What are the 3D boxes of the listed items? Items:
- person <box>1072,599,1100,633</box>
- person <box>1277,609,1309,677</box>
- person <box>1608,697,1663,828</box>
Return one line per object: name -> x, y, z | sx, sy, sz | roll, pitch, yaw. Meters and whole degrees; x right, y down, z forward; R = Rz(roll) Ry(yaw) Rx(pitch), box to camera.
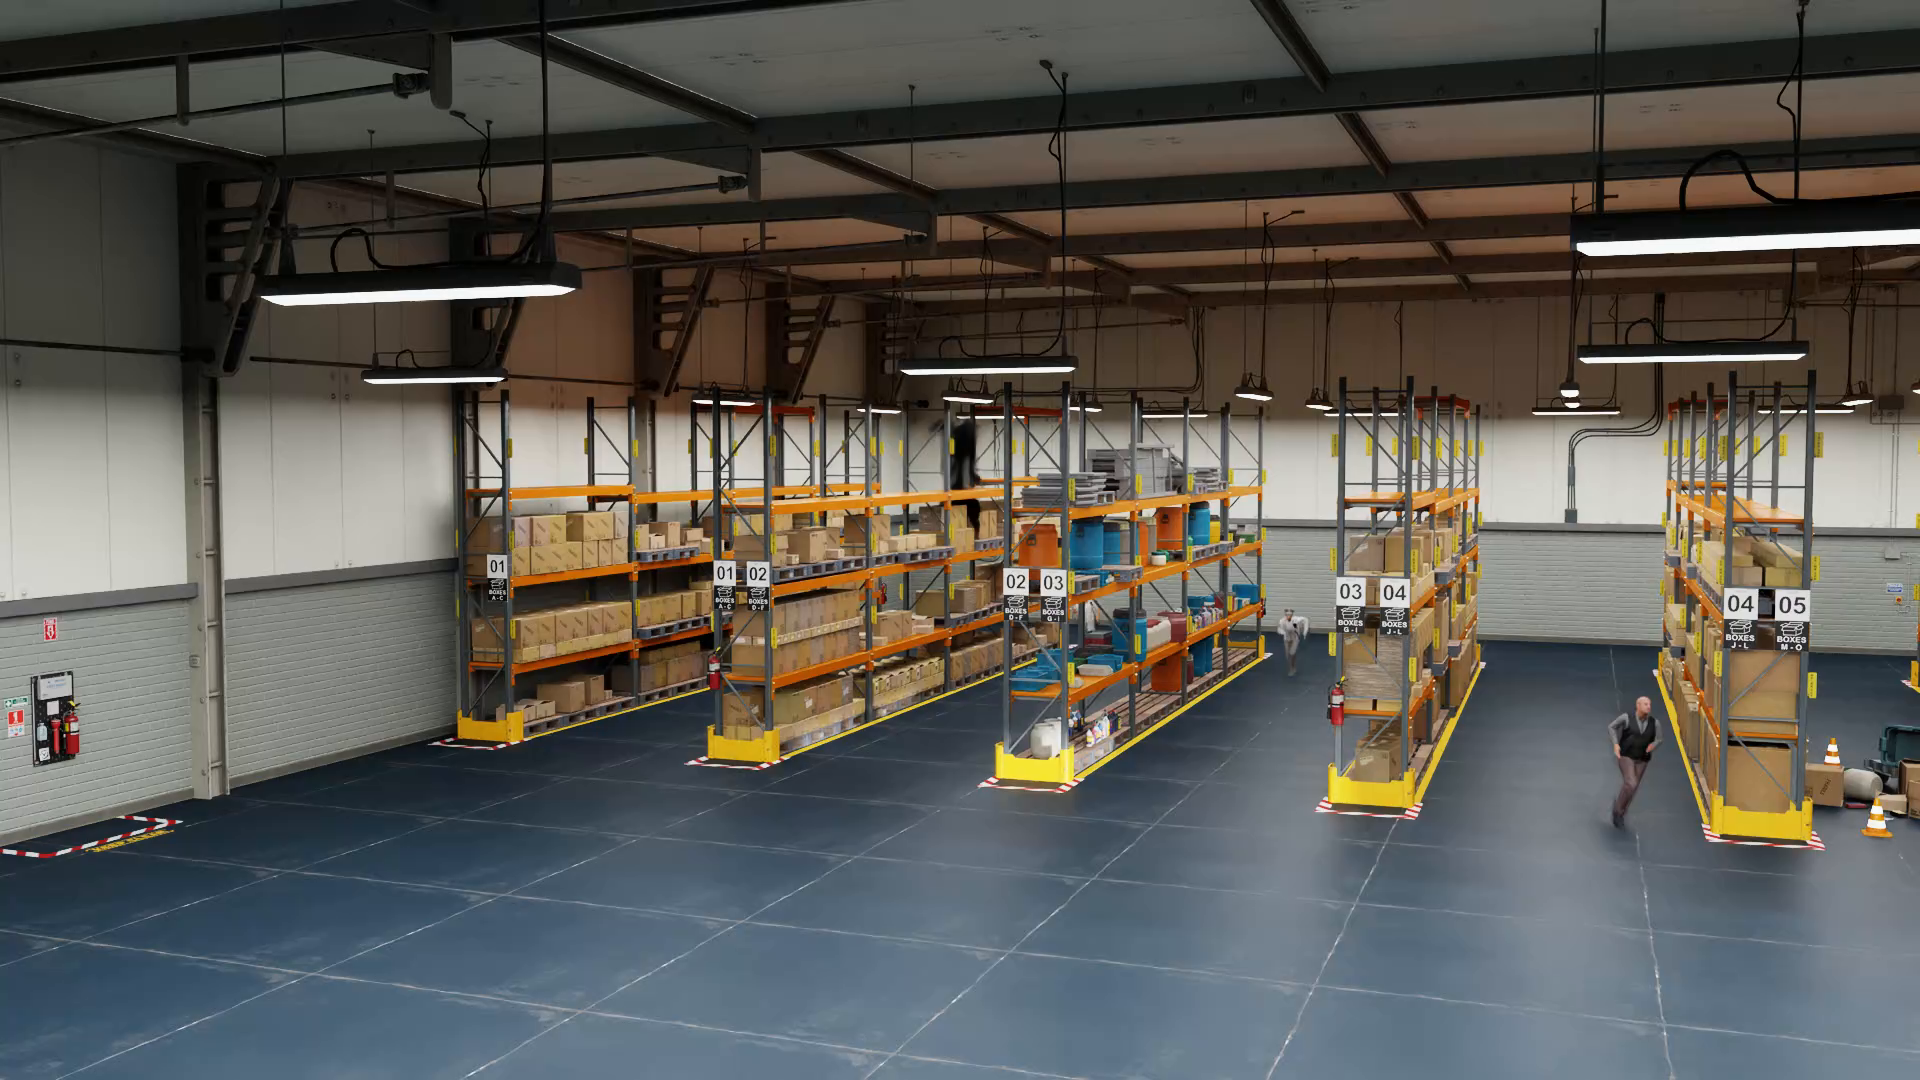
person -> 2.910, 1.908, 38.447 | 0.632, 1.661, 0.708 | 1, 3, 11
person -> 7.289, 2.238, 36.394 | 0.649, 1.528, 0.912 | 1, 3, 23
person -> 8.989, 2.947, 22.141 | 0.676, 1.732, 0.671 | 0, 3, -5
